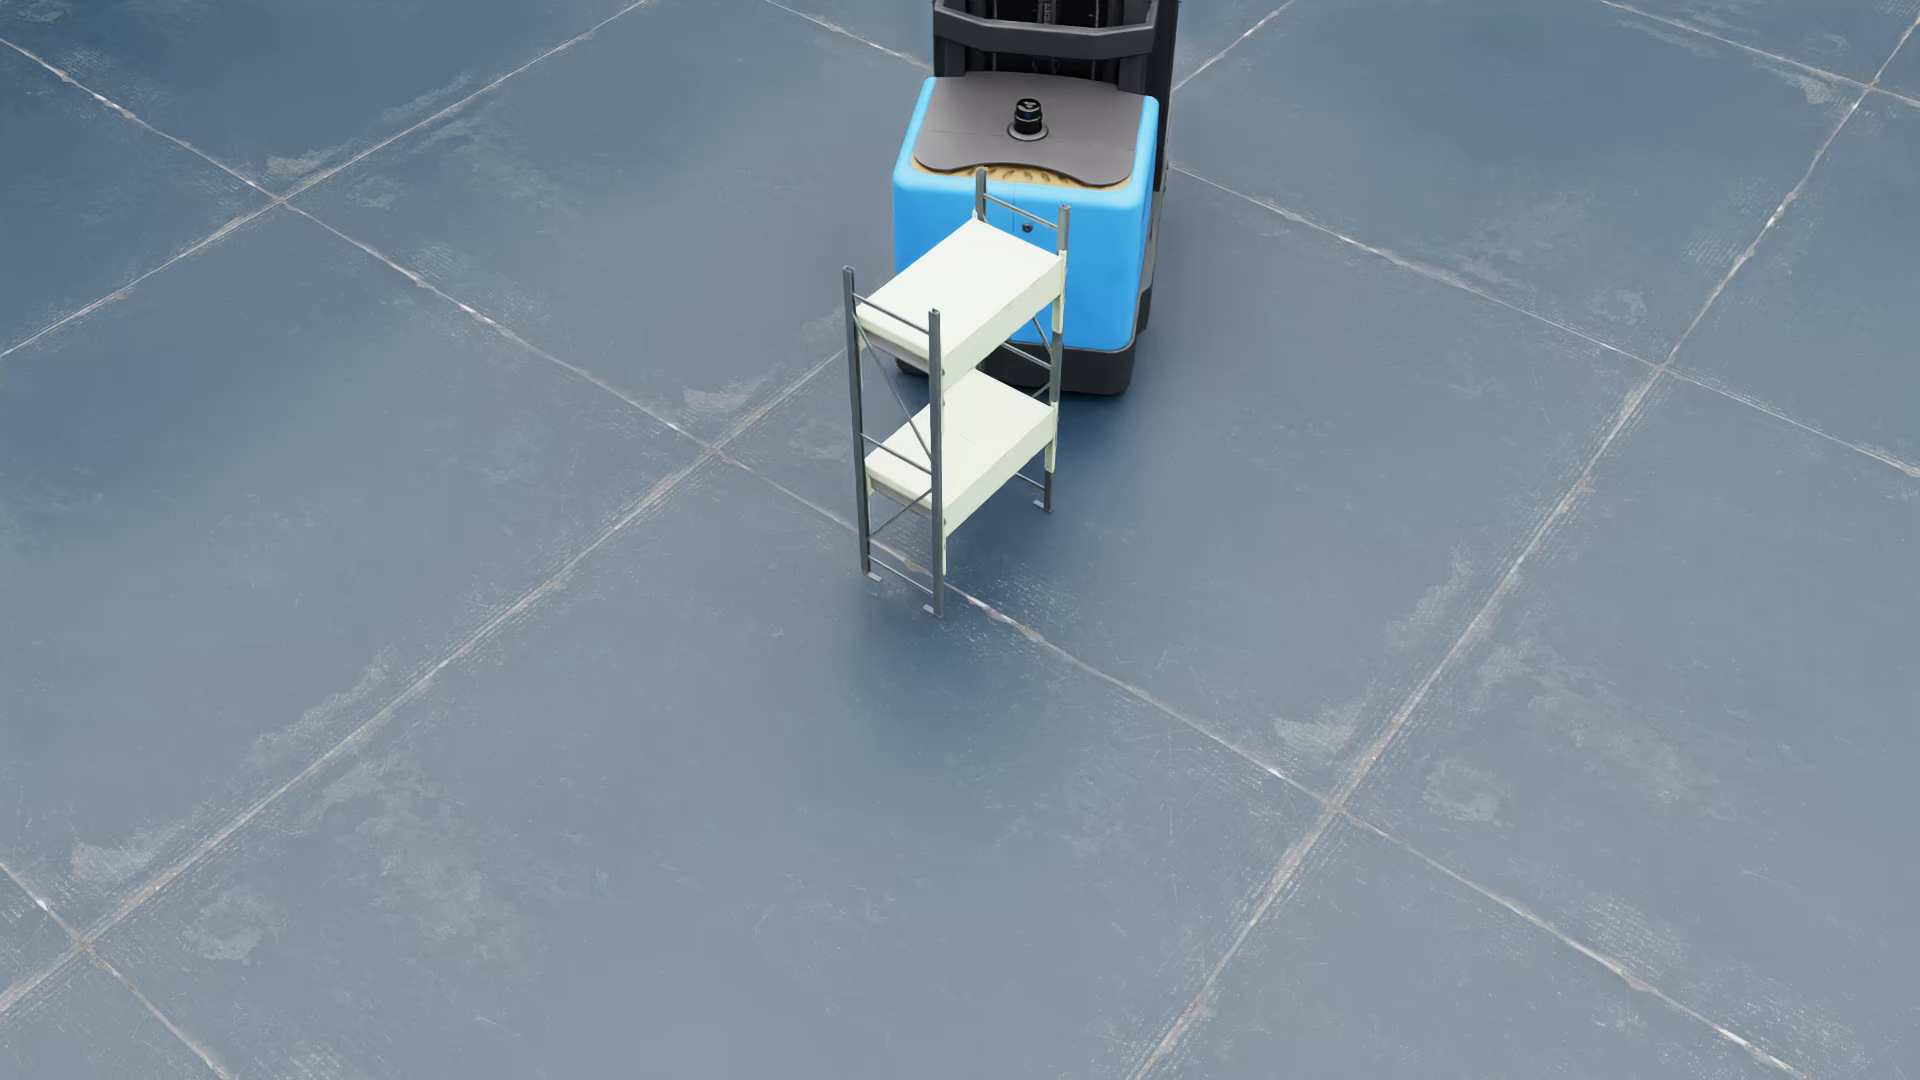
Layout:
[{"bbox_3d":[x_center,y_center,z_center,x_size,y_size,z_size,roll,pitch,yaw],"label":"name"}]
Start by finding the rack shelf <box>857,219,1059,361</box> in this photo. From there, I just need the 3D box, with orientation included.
[{"bbox_3d":[-0.004,-0.876,5.825,0.368,0.052,0.686,29,53,25],"label":"rack shelf"}]

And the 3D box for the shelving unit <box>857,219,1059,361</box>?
[{"bbox_3d":[-0.004,-0.876,5.825,0.368,0.052,0.686,29,53,25],"label":"shelving unit"}]

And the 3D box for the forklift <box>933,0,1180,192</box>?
[{"bbox_3d":[0.537,-2.964,7.691,1.118,2.733,2.170,7,47,7],"label":"forklift"}]
